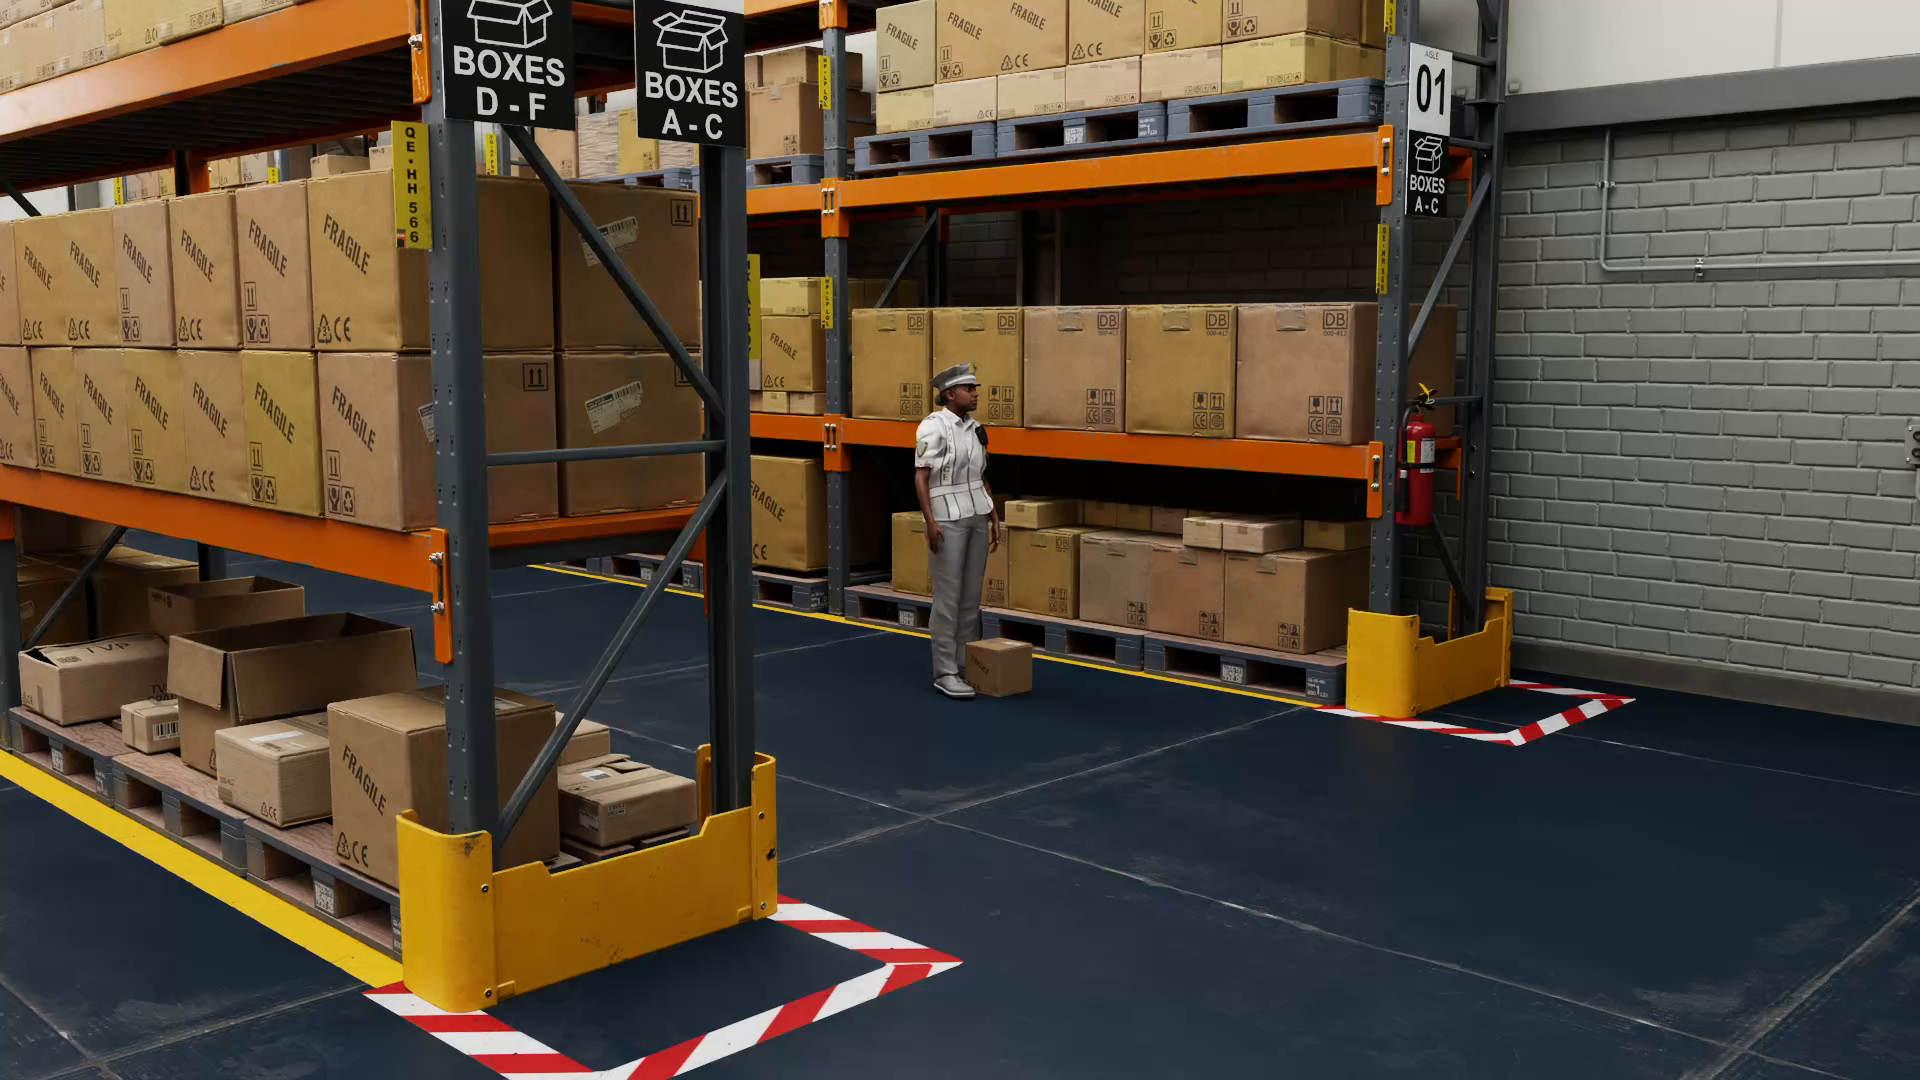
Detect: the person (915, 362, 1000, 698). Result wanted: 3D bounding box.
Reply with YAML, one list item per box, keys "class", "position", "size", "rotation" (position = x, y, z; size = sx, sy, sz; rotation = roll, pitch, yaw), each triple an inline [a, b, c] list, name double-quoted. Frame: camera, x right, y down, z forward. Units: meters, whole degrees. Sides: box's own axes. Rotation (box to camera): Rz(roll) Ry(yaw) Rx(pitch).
- class: "person"
  position: [0.029, -0.077, 8.673]
  size: [0.529, 1.694, 0.568]
  rotation: [7, 10, 43]
